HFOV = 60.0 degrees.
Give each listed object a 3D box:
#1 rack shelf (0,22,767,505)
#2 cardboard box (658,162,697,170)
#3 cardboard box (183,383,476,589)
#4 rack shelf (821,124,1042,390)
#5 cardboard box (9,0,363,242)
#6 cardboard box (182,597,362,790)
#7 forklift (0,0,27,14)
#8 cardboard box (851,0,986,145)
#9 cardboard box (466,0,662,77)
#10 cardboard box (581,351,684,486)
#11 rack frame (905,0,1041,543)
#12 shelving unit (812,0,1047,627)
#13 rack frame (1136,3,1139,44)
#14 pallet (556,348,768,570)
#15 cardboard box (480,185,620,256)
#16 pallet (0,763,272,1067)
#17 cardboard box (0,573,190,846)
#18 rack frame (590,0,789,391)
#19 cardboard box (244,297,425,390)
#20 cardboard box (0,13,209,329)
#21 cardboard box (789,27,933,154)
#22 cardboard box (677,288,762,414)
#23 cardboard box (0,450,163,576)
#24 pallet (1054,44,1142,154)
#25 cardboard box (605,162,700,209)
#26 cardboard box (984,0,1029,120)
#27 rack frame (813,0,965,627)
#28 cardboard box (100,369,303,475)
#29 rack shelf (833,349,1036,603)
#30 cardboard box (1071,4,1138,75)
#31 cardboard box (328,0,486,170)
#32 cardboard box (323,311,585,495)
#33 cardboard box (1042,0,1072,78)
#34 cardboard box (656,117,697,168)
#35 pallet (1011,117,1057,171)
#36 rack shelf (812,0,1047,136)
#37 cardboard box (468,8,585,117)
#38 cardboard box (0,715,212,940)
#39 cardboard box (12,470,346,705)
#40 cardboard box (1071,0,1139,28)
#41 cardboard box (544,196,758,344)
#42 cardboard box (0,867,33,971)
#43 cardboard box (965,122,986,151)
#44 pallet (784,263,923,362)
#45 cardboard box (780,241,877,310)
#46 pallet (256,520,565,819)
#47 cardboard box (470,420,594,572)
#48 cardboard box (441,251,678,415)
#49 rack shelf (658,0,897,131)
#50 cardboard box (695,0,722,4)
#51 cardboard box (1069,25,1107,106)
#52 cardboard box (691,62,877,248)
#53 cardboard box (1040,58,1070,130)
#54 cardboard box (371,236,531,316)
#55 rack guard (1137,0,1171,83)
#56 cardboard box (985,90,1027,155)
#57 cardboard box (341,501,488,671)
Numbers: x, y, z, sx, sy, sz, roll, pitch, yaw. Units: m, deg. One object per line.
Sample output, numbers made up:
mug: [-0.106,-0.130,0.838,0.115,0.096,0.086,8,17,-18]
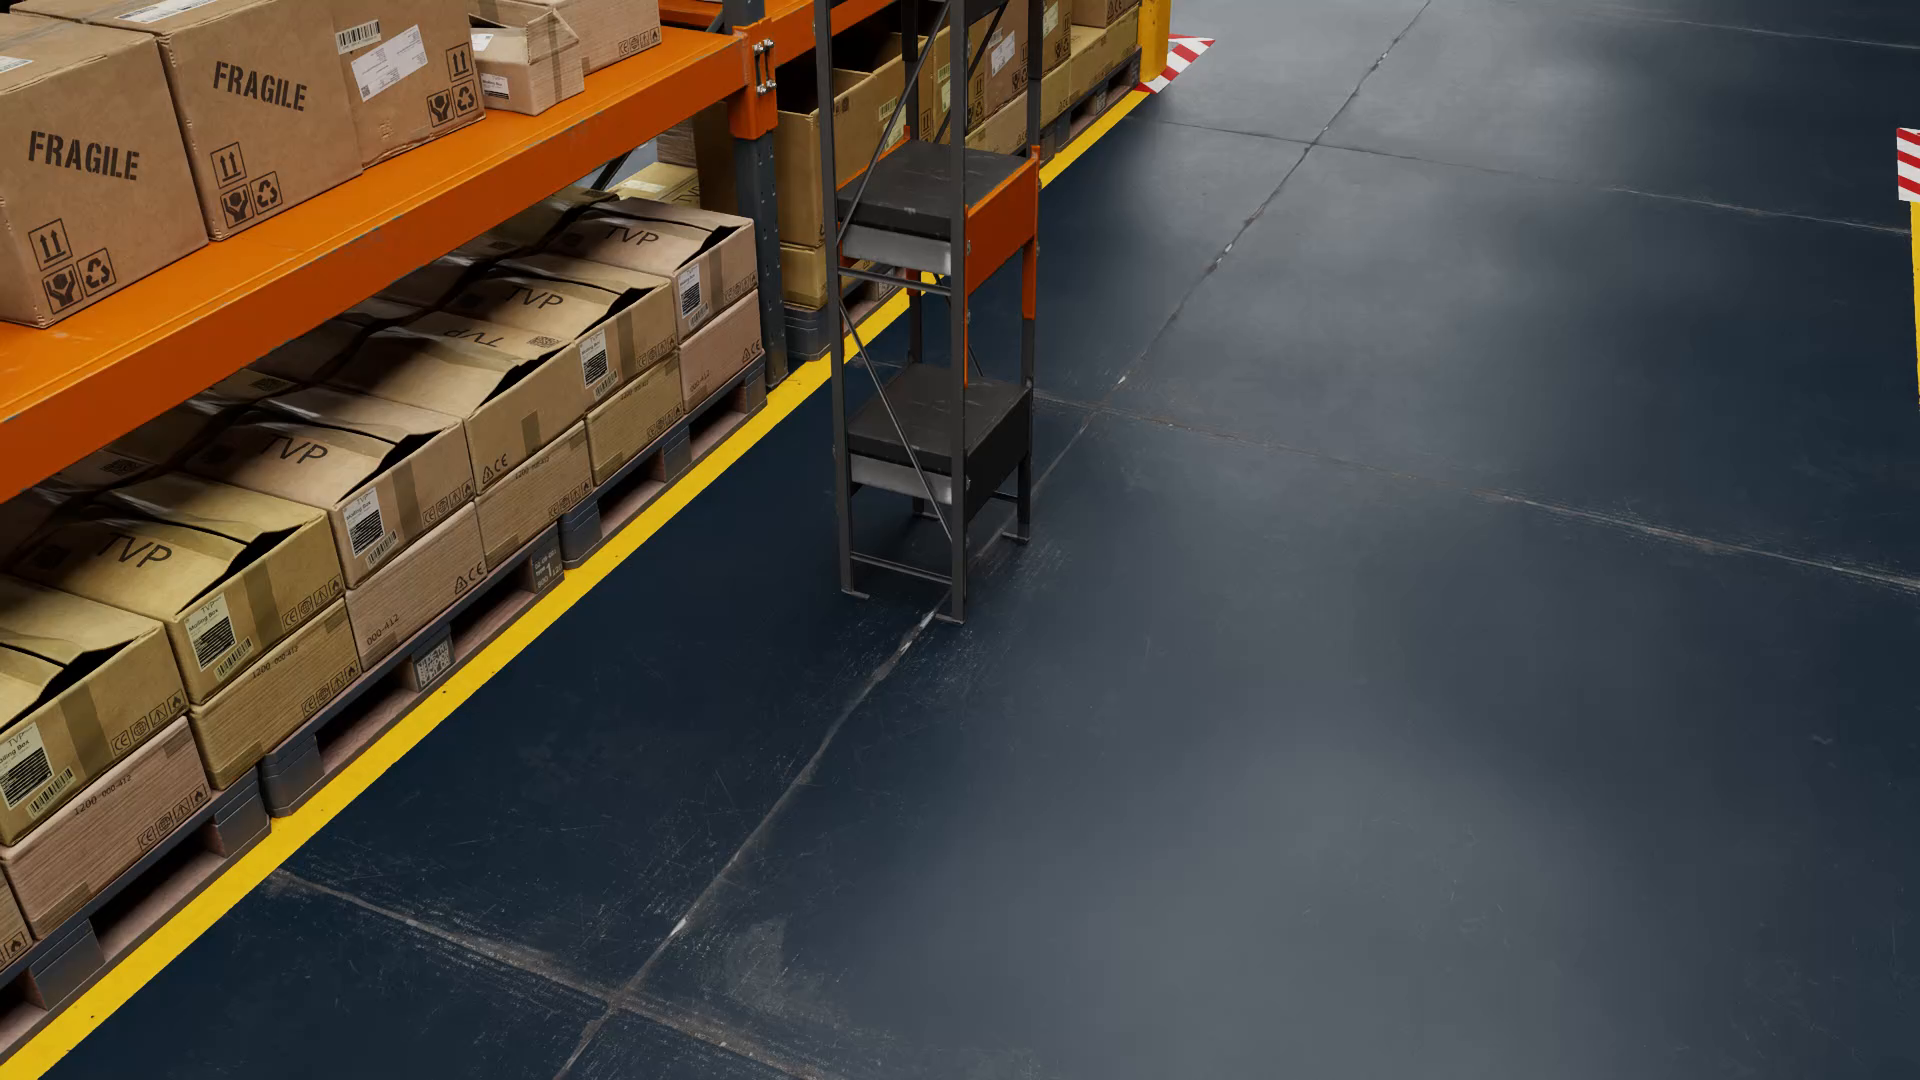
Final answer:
rack shelf: [-1.952,-0.649,4.160,1.077,0.370,4.000,14,36,20]
cardboard box: [-0.902,-1.499,6.926,0.500,0.250,0.500,14,36,20]
cardboard box: [-1.661,-0.180,4.403,0.500,0.311,0.500,14,36,20]
rack shelf: [-0.069,-0.784,4.556,0.431,0.518,0.480,14,36,20]
cardboard box: [-1.881,-1.097,4.096,0.500,0.500,0.500,14,36,21]
cardboard box: [-1.881,0.316,4.157,0.500,0.250,0.500,13,36,19]
forklift: [-3.804,-1.670,5.124,1.130,2.935,3.031,19,38,27]
cardboard box: [-0.219,-1.942,6.917,0.500,0.500,0.500,14,36,20]
cardboard box: [-1.282,-1.628,5.134,0.500,0.250,0.500,17,37,23]
cardboard box: [-1.239,-0.447,5.321,0.500,0.250,0.500,14,36,20]
rack frame: [0.033,-0.917,4.734,0.400,2.100,0.015,14,36,20]
shelving unit: [-0.069,-0.796,4.549,0.431,2.100,0.503,14,36,20]
rack frame: [0.558,-3.938,8.520,1.000,3.000,0.127,14,36,20]
pallet: [-1.388,-0.404,5.673,1.003,0.211,1.213,14,36,20]
cardboard box: [-1.514,-1.057,5.740,0.500,0.311,0.500,14,36,21]
pallet: [-2.409,0.812,3.820,1.003,0.211,1.213,14,36,20]
cardboard box: [-2.091,0.329,3.626,0.500,0.311,0.500,13,36,19]
rack frame: [-1.115,-1.946,5.482,1.000,3.000,0.127,14,36,20]
cardboard box: [-1.944,-0.551,4.968,0.500,0.311,0.500,13,35,19]
cardboard box: [-2.102,-0.835,3.696,0.500,0.500,0.500,12,35,18]
cardboard box: [-0.435,-1.695,6.540,0.500,0.500,0.500,14,36,20]
cardboard box: [-1.025,-0.698,5.704,0.500,0.250,0.500,14,36,20]
cardboard box: [-2.368,-0.042,4.192,0.500,0.311,0.500,14,36,20]
pallet: [0.276,-2.381,8.689,1.003,0.211,1.213,14,36,20]
cardboard box: [-1.120,-1.253,6.549,0.500,0.250,0.500,14,36,20]
cardboard box: [-0.011,-2.192,7.298,0.500,0.500,0.500,14,36,20]
rack frame: [-0.171,-0.674,4.363,0.400,2.100,0.015,14,36,20]
cardboard box: [-2.156,-0.291,4.572,0.500,0.311,0.500,15,36,22]
rack shelf: [-0.069,-0.199,4.940,0.431,0.518,0.480,14,36,20]
cardboard box: [0.602,-2.629,8.648,0.500,0.250,0.500,14,36,20]
cardboard box: [-1.672,-1.346,4.477,0.500,0.500,0.500,17,37,24]
cardboard box: [-1.447,-0.430,4.783,0.500,0.311,0.500,14,36,20]
cardboard box: [0.199,-2.440,7.677,0.500,0.500,0.500,14,36,20]
cardboard box: [-0.900,-1.813,6.719,0.500,0.500,0.500,14,36,20]
pallet: [-0.235,-1.776,7.766,1.003,0.211,1.213,14,36,20]
rack shelf: [-0.069,-1.370,4.172,0.431,0.518,0.480,14,36,20]
cardboard box: [-1.316,-1.409,4.787,0.396,0.266,0.258,13,36,19]
cardboard box: [-2.093,0.577,3.760,0.500,0.250,0.500,13,35,19]
cardboard box: [-1.875,0.076,4.012,0.500,0.311,0.500,13,35,19]
cardboard box: [0.604,-2.942,8.442,0.500,0.500,0.500,14,36,20]
cardboard box: [-1.024,-0.939,5.559,0.500,0.311,0.500,14,36,20]
cardboard box: [-2.303,0.827,3.377,0.500,0.250,0.500,14,36,20]
cardboard box: [-0.218,-1.629,7.123,0.500,0.250,0.500,14,36,20]
pallet: [-0.745,-1.166,6.836,1.003,0.211,1.213,14,36,20]
cardboard box: [-0.646,-1.133,6.367,0.500,0.250,0.500,14,36,20]
pallet: [-1.897,0.206,4.743,1.003,0.211,1.213,14,36,20]
cardboard box: [-1.452,-0.192,4.932,0.500,0.250,0.500,15,36,22]
cardboard box: [-1.236,-0.678,5.162,0.500,0.311,0.500,15,36,22]
rack shelf: [-0.279,-2.641,7.198,1.077,0.370,4.000,14,36,20]
cardboard box: [-0.935,-2.210,5.794,0.700,0.500,0.500,13,36,19]
cardboard box: [0.404,-2.377,8.264,0.500,0.250,0.500,14,36,20]
cardboard box: [-0.637,-1.444,6.158,0.500,0.500,0.500,14,36,20]
cardboard box: [0.196,-2.128,7.884,0.500,0.250,0.500,14,36,20]
cardboard box: [-1.729,-0.809,5.362,0.500,0.311,0.500,14,36,20]
rack guard: [0.568,-2.905,9.224,1.175,0.500,0.348,14,36,20]
cardboard box: [-0.014,-1.879,7.505,0.500,0.250,0.500,14,36,20]
cardboard box: [-1.667,0.061,4.546,0.500,0.250,0.500,15,36,21]
